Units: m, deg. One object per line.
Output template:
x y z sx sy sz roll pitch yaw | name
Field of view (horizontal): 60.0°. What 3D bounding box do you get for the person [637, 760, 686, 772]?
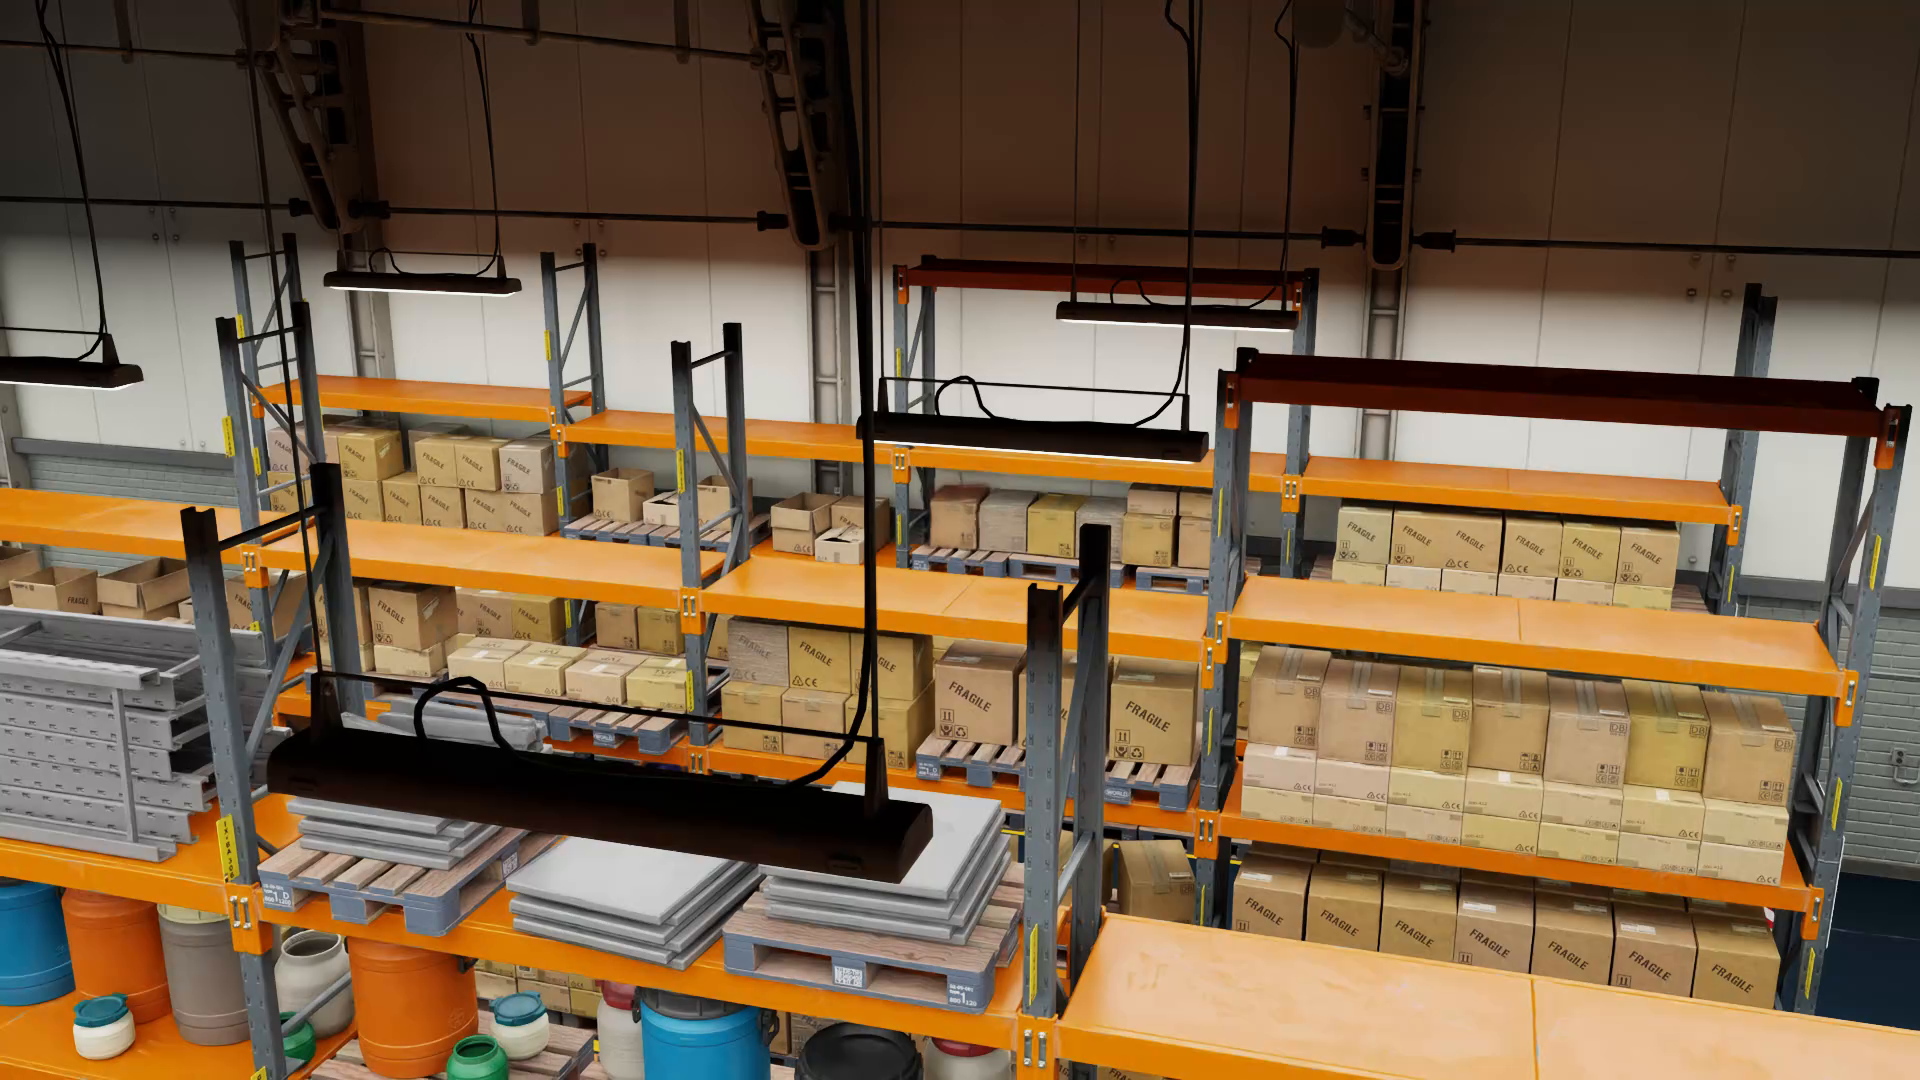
-3.193 2.425 17.372 0.877 1.616 0.510 5 17 18 | person
